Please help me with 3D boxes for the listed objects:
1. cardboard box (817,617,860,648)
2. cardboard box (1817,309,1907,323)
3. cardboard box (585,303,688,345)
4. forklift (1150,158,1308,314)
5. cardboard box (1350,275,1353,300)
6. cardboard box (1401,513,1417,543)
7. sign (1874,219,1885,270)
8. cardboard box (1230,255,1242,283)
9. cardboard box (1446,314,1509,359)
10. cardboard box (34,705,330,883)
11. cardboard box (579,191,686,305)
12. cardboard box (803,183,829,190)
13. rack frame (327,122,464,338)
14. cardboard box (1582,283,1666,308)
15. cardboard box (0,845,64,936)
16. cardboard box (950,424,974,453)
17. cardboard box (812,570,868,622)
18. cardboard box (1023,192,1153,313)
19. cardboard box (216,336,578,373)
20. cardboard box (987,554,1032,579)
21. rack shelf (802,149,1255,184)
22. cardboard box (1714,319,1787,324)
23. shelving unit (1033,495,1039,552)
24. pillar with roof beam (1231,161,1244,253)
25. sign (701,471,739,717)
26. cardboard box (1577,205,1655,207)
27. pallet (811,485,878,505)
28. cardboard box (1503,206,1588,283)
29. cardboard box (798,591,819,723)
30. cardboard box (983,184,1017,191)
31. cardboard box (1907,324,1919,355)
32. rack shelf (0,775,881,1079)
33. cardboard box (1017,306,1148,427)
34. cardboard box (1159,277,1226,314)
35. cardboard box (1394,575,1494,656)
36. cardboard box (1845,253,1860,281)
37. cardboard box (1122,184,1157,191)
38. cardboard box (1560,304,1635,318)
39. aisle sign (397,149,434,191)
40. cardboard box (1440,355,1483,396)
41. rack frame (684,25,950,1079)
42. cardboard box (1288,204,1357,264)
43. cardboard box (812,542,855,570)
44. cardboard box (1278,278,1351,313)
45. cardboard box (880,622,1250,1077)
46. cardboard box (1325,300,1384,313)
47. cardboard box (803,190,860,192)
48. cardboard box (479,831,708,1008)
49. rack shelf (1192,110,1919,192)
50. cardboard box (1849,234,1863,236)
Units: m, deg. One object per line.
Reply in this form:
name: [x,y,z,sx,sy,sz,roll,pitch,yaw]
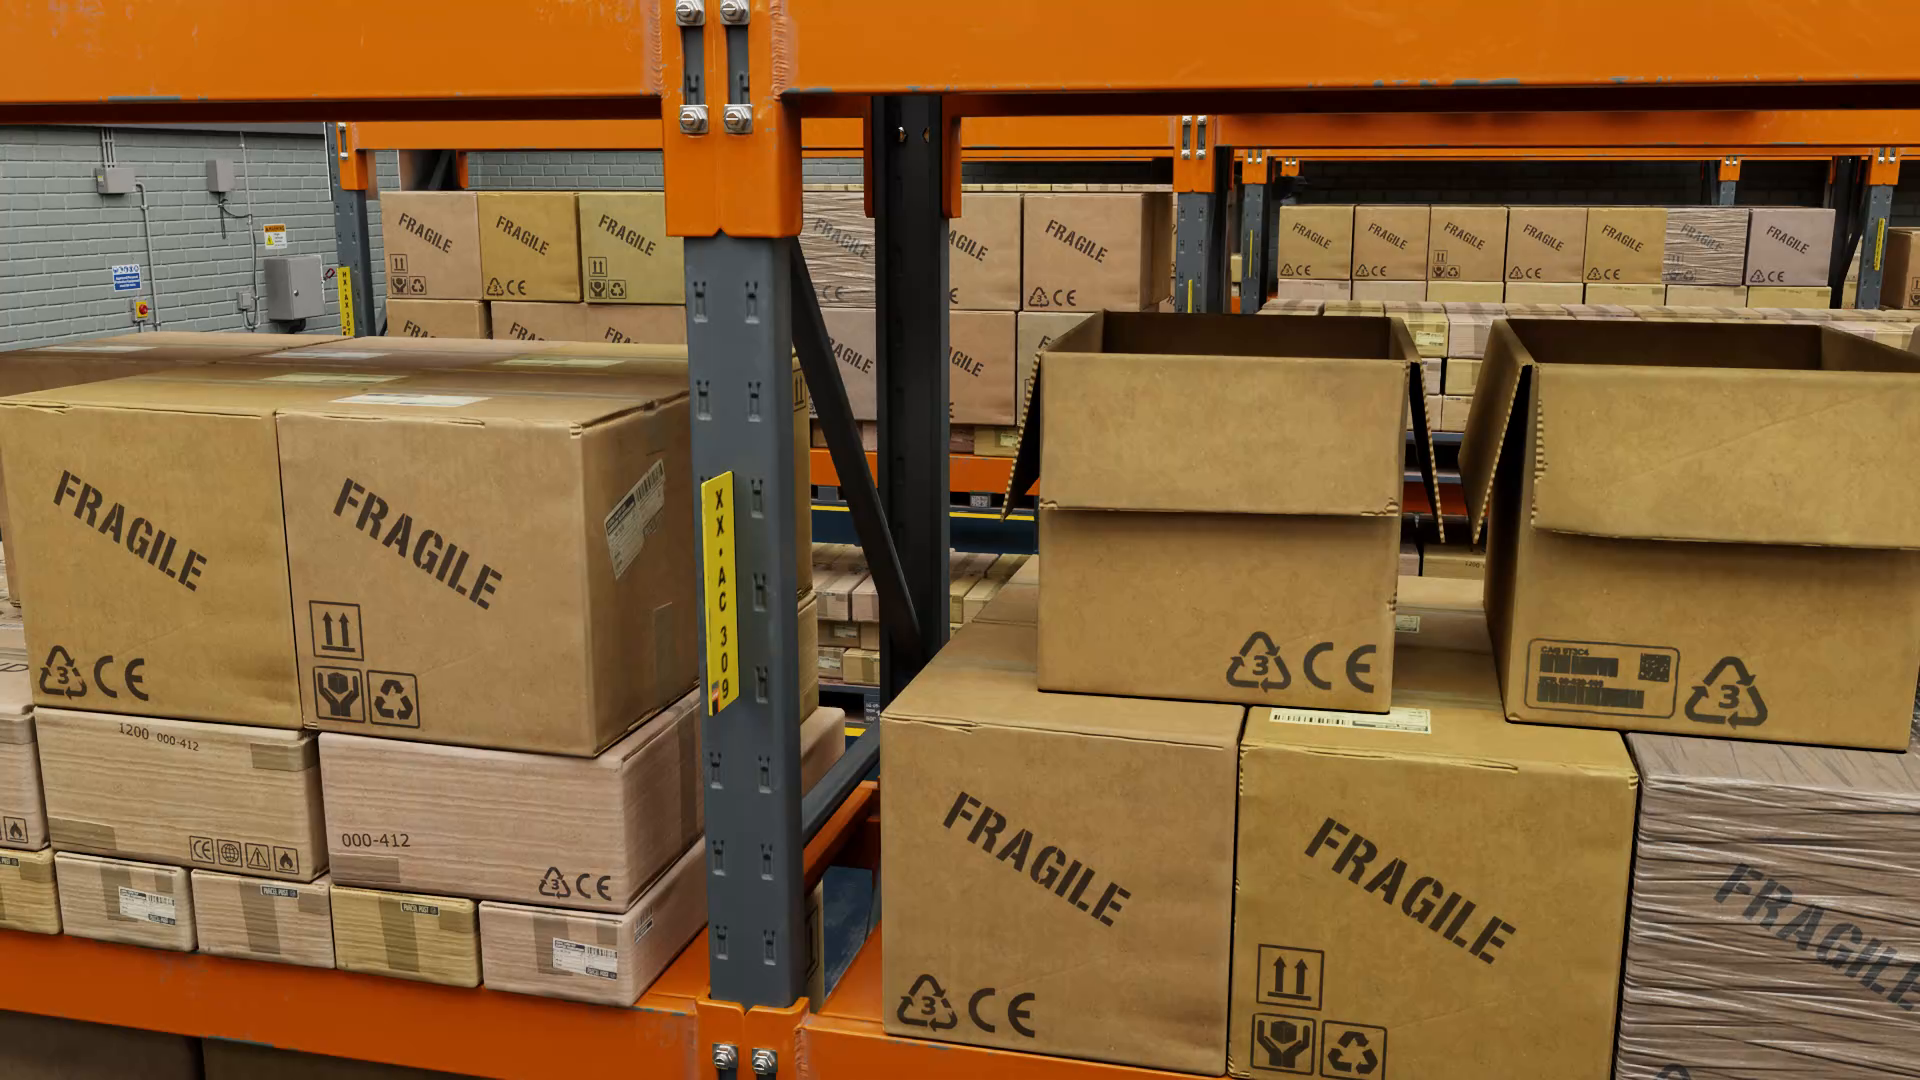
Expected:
cardboard box: [-0.551,0.390,7.976,0.250,0.149,0.380,2,13,11]
cardboard box: [3.814,-0.890,7.058,0.250,0.149,0.380,3,13,11]
cardboard box: [-1.428,-0.889,7.898,0.500,0.500,0.500,3,13,14]
forklift: [2.332,-1.978,13.882,3.031,2.935,1.130,3,13,15]
cardboard box: [3.149,-1.840,12.295,0.500,0.250,0.500,3,13,15]
cardboard box: [1.872,0.015,7.810,0.500,0.250,0.500,3,13,12]
sign: [5.930,-1.906,10.728,0.005,0.325,0.100,3,13,14]
cardboard box: [2.809,-2.757,16.893,0.500,0.250,0.500,3,13,15]
cardboard box: [2.122,-0.835,6.807,0.250,0.149,0.380,3,13,13]
cardboard box: [-1.193,0.352,2.880,0.500,0.250,0.500,3,13,15]
cardboard box: [-1.432,-1.374,7.773,0.500,0.500,0.500,3,13,12]
cardboard box: [-1.158,-2.652,12.723,0.250,0.149,0.380,3,13,15]
rack frame: [-2.796,-0.827,8.536,0.127,3.000,1.000,3,13,14]
cardboard box: [4.528,-1.649,11.431,0.500,0.250,0.500,3,13,12]
cardboard box: [-1.572,0.541,2.951,0.250,0.149,0.380,3,13,15]
cardboard box: [-0.001,-0.507,7.674,0.250,0.149,0.380,3,13,12]
cardboard box: [-0.604,0.261,7.871,0.250,0.149,0.380,3,13,12]
cardboard box: [0.567,-1.269,7.303,0.500,0.500,0.500,3,13,12]
cardboard box: [-1.078,-0.126,3.302,0.500,0.500,0.500,3,13,14]
cardboard box: [0.293,0.186,8.209,0.250,0.149,0.380,3,13,13]
rack shelf: [0.234,-2.883,12.537,4.000,0.370,1.077,3,13,14]
cardboard box: [3.131,-0.781,6.567,0.250,0.149,0.380,4,13,16]
shelving unit: [0.083,-0.728,11.551,1.048,1.500,0.538,3,13,14]
pillar with roof beam: [1.870,-4.959,13.308,0.400,9.000,9.100,3,13,14]
sign: [-0.330,0.074,2.294,0.005,0.325,0.100,3,13,14]
cardboard box: [4.657,-2.126,11.851,0.500,0.500,0.500,3,13,15]
pallet: [-0.913,-0.487,13.441,1.213,0.211,1.003,3,13,14]
cardboard box: [4.024,-2.047,11.494,0.500,0.500,0.500,3,13,13]
cardboard box: [-0.592,0.267,3.265,0.500,0.250,0.500,3,13,13]
cardboard box: [0.332,-2.558,12.299,0.250,0.149,0.380,3,13,14]
cardboard box: [1.694,-0.022,2.360,0.637,0.503,0.797,3,13,15]
rack shelf: [-2.140,0.666,3.469,4.000,0.370,1.077,3,13,14]
cardboard box: [0.551,-0.779,7.403,0.500,0.500,0.500,3,13,14]
cardboard box: [1.664,-1.685,12.171,0.500,0.500,0.500,3,13,14]
cardboard box: [0.800,0.364,2.939,0.500,0.500,0.500,3,13,15]
cardboard box: [8.103,-2.572,15.594,0.500,0.250,0.500,3,13,15]
cardboard box: [1.331,-2.520,12.129,0.250,0.149,0.380,3,13,14]
cardboard box: [2.790,-0.945,7.303,0.250,0.149,0.380,2,13,11]
aisle sign: [-2.795,-2.163,8.556,0.004,0.787,0.394,3,13,14]
cardboard box: [2.116,-0.690,6.843,0.250,0.149,0.380,2,13,11]
rack frame: [-0.198,0.418,2.926,0.053,2.616,0.949,3,13,14]
cardboard box: [2.670,-2.232,12.330,0.500,0.500,0.500,3,13,15]
cardboard box: [-0.708,0.129,8.466,0.250,0.149,0.380,3,13,14]
cardboard box: [2.535,-1.754,11.908,0.500,0.250,0.500,3,13,12]
cardboard box: [0.188,0.446,2.567,0.500,0.500,0.500,3,13,14]
cardboard box: [1.786,-0.999,7.547,0.250,0.149,0.380,3,13,12]
cardboard box: [-0.778,-1.460,8.161,0.500,0.500,0.500,3,13,12]
cardboard box: [-0.573,0.594,2.711,0.250,0.149,0.380,3,13,14]
rack shelf: [3.030,-1.629,6.886,4.000,0.370,1.077,3,13,14]
cardboard box: [8.617,-2.849,15.920,0.250,0.149,0.380,3,13,13]
